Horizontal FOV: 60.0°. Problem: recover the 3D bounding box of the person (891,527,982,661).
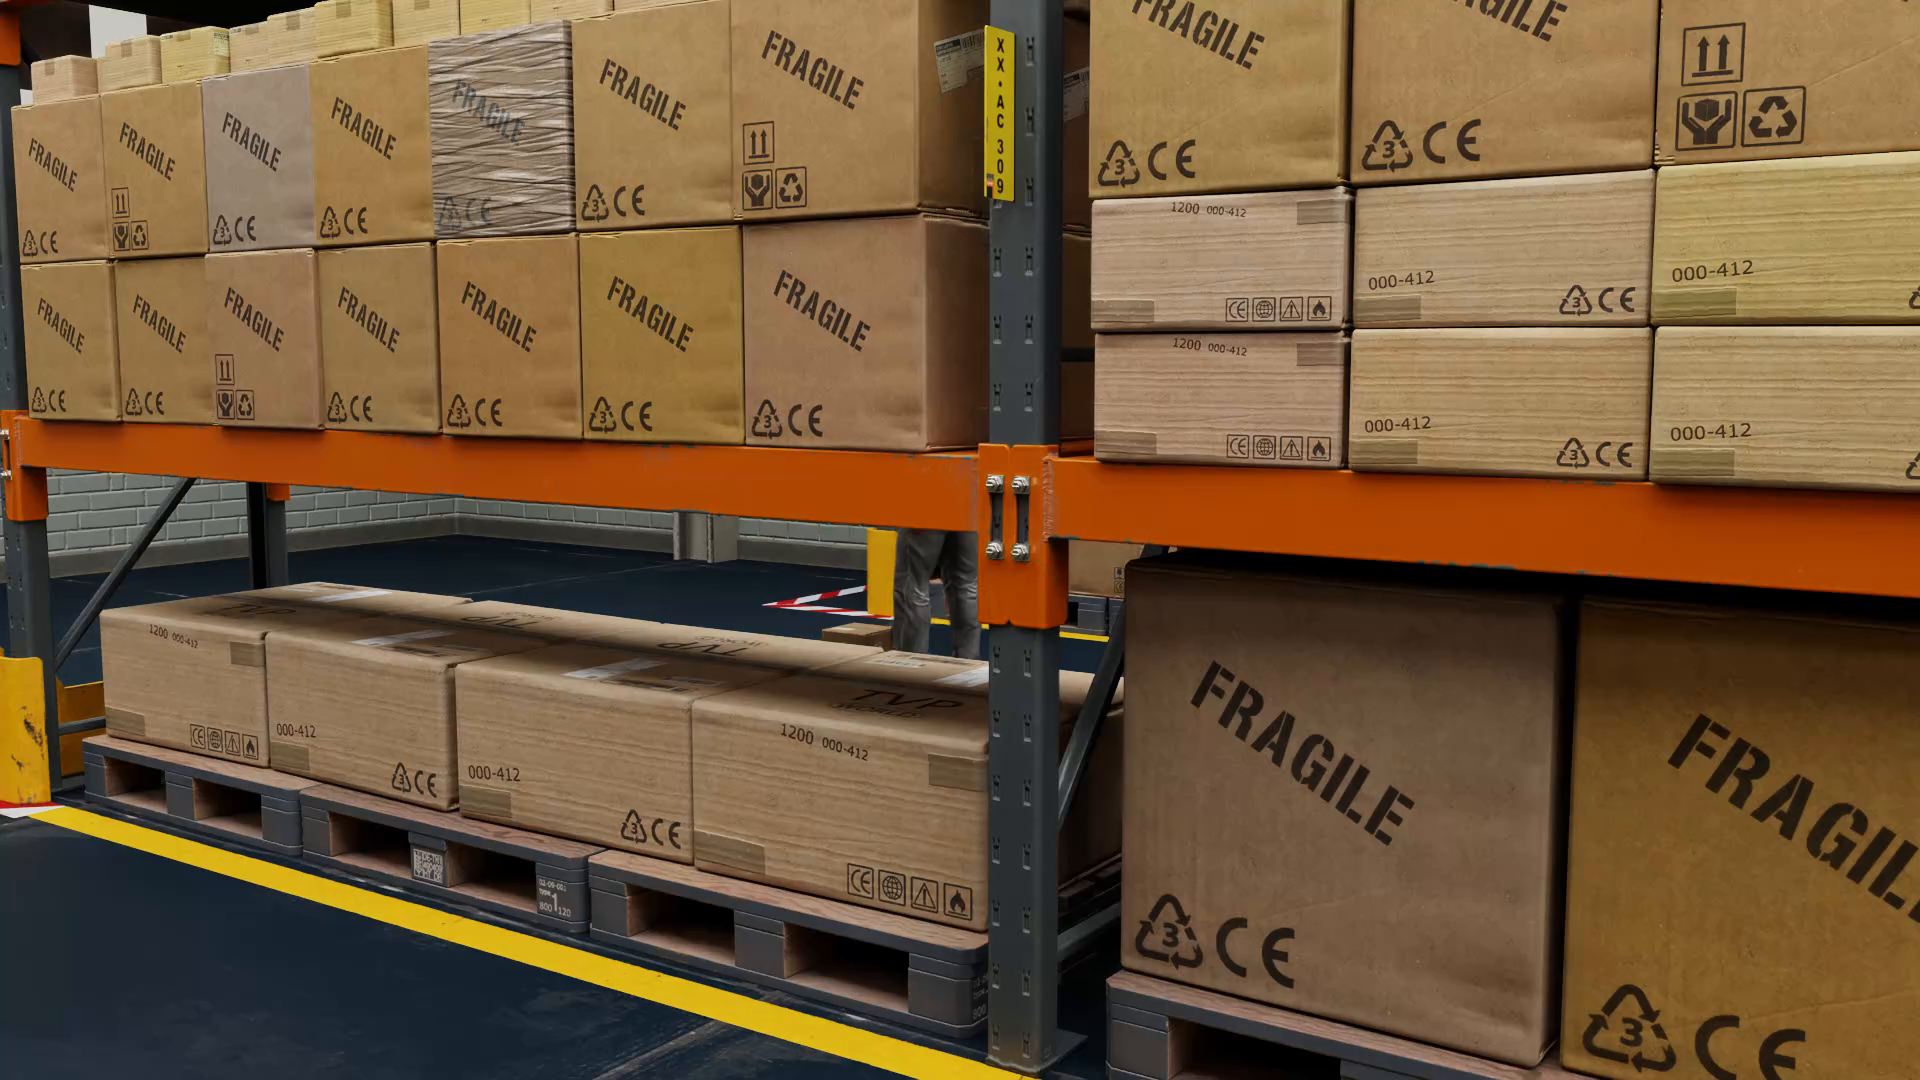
[{"bbox_3d":[-0.125,-0.200,7.438,0.516,1.794,0.600,5,8,39],"label":"person"}]
